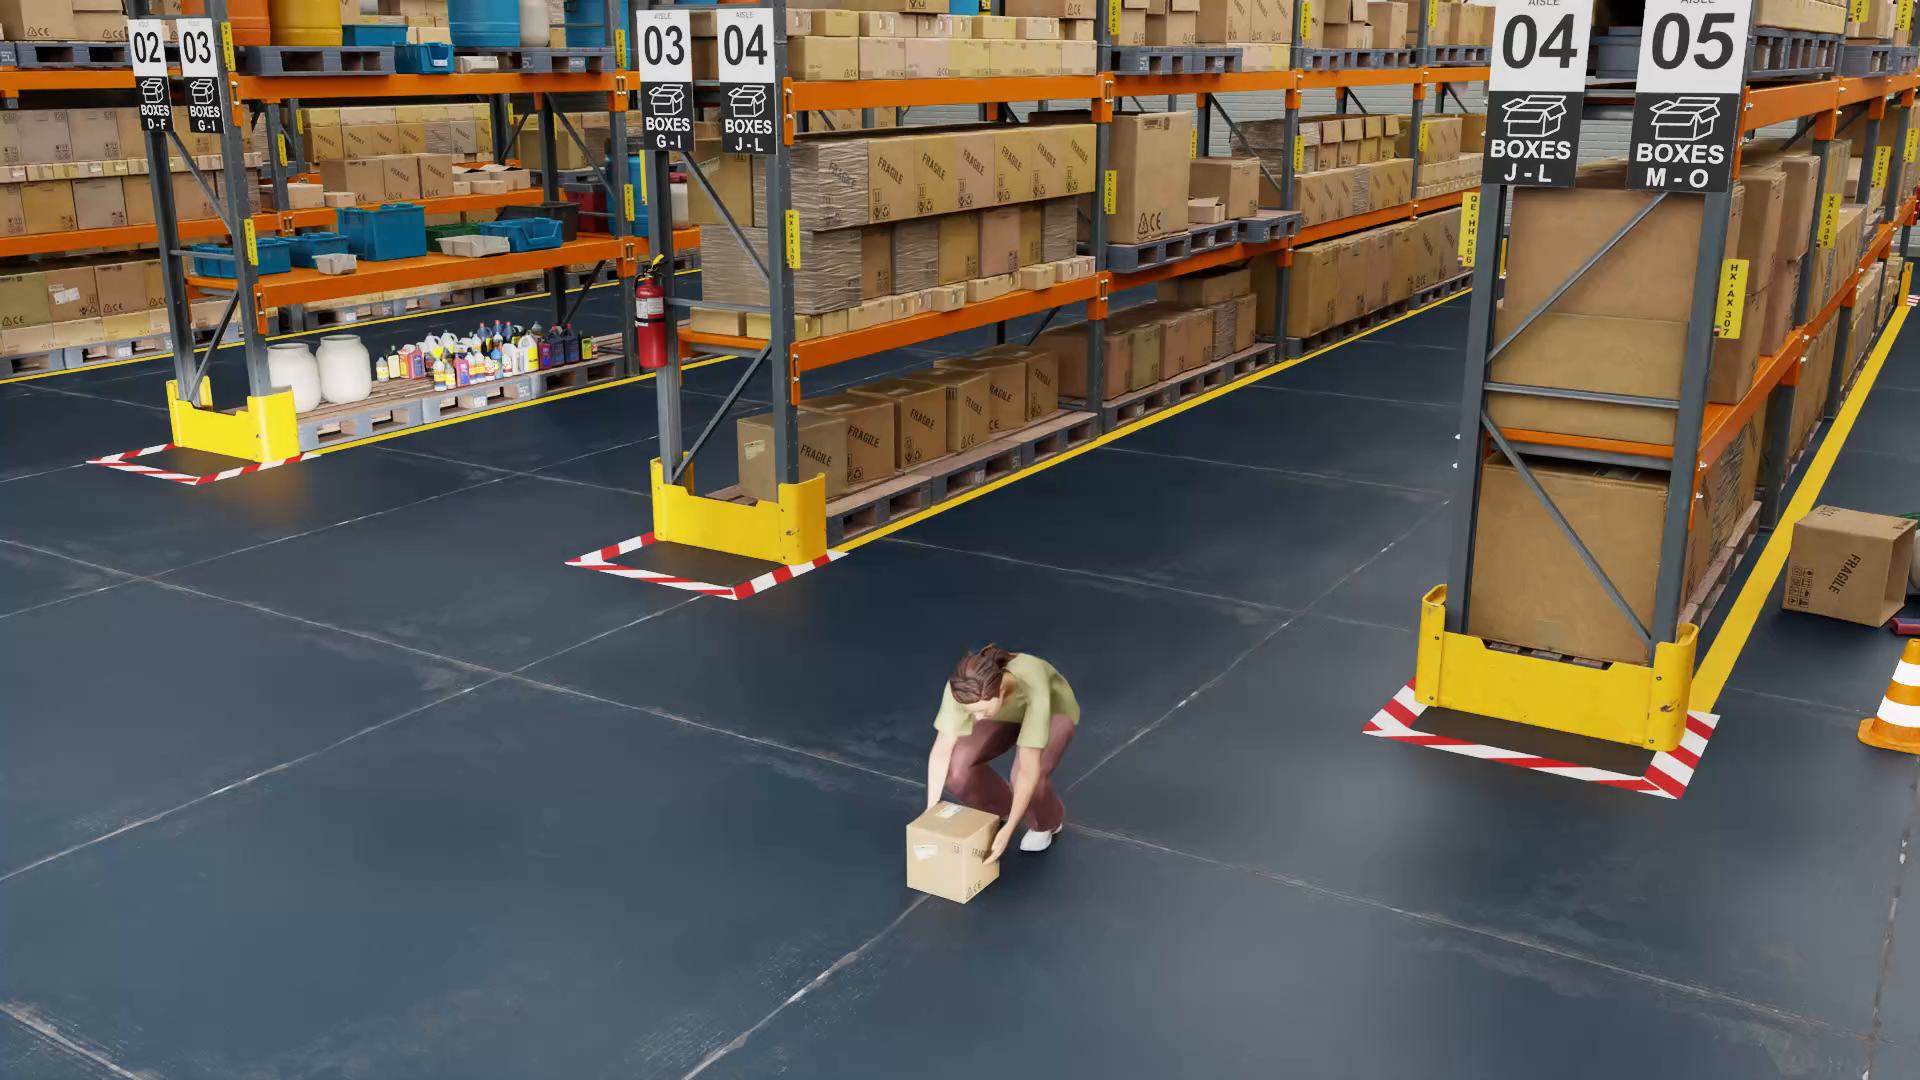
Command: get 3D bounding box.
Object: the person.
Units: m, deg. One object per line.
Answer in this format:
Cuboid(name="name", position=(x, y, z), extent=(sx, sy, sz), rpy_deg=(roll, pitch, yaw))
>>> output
Cuboid(name="person", position=(0.182, 0.763, 6.328), extent=(0.490, 0.890, 0.800), rpy_deg=(10, 19, 30))
